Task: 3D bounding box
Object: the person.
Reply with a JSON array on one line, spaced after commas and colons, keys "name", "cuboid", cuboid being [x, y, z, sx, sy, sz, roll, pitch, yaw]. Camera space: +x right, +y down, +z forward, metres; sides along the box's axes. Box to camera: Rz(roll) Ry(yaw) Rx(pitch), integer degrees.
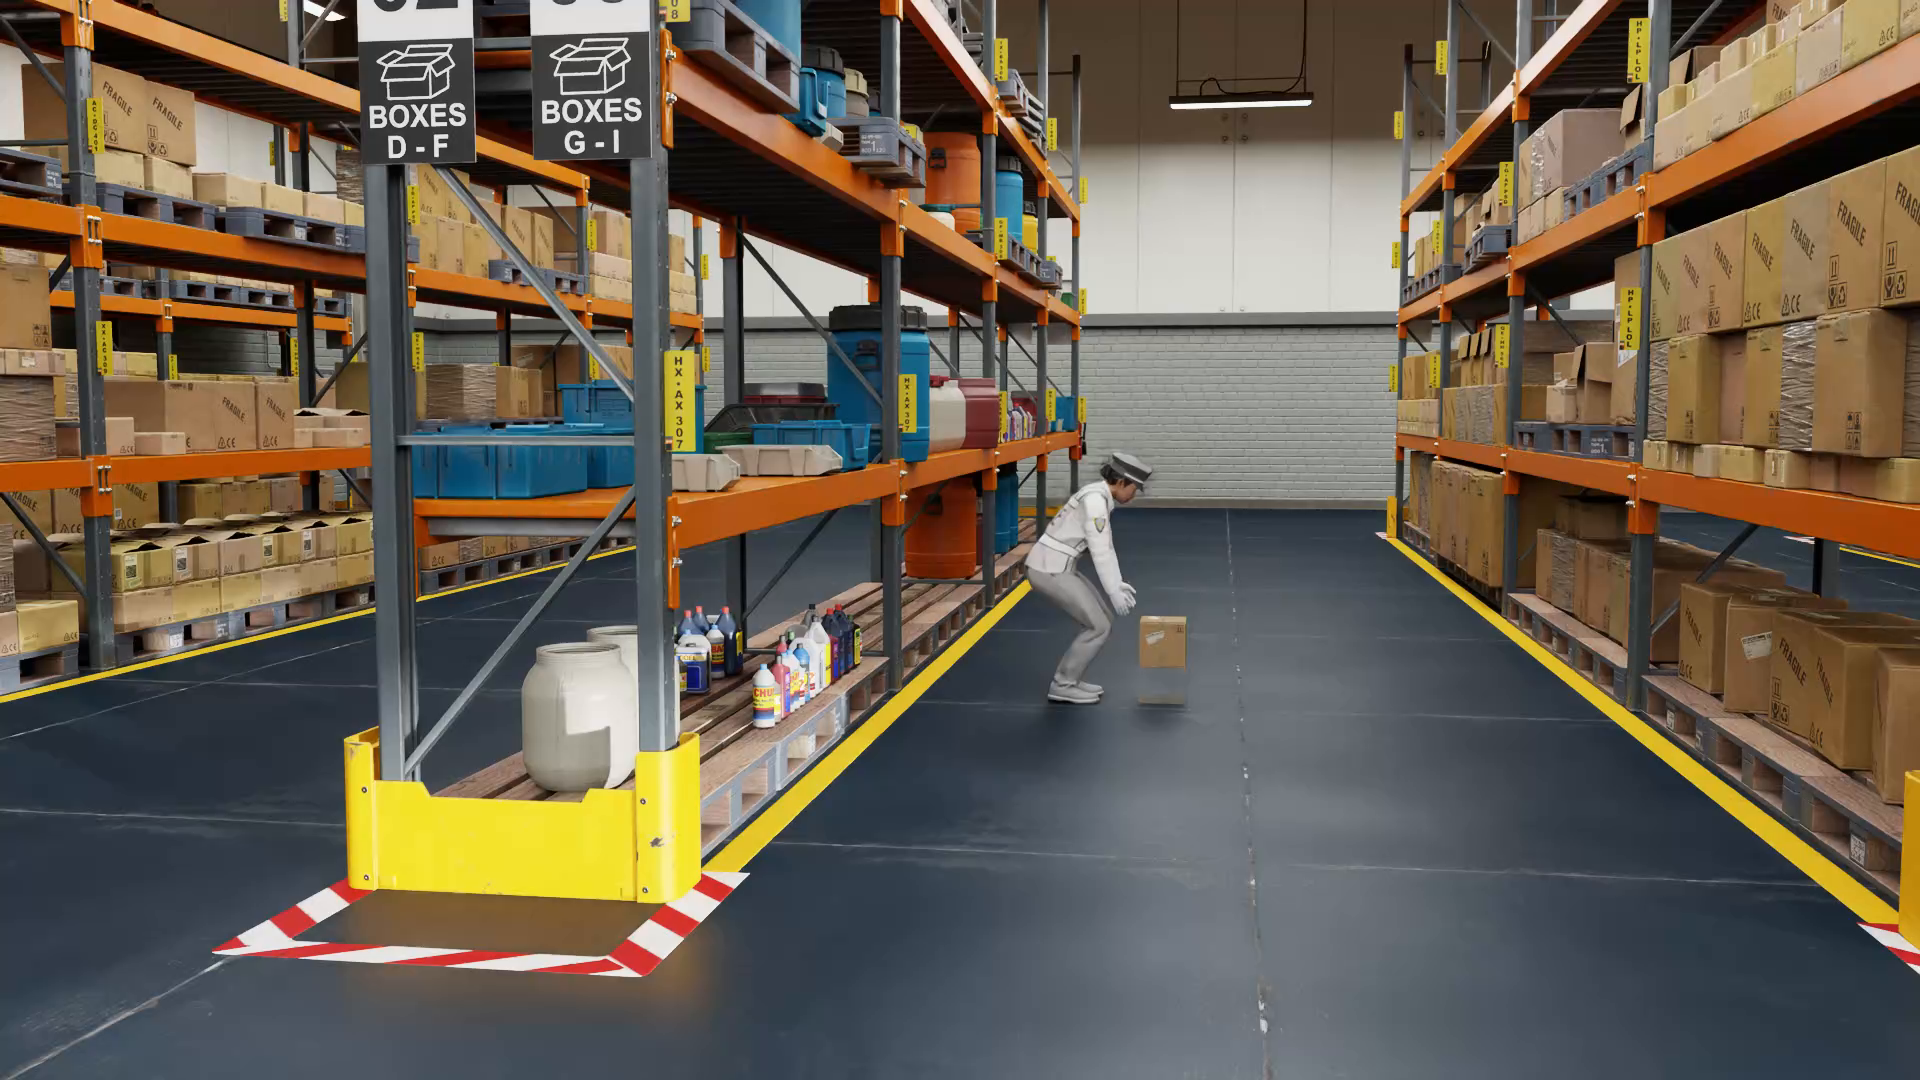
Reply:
[{"name": "person", "cuboid": [0.718, 0.201, 9.251, 0.708, 1.376, 0.535, 1, 5, 9]}]
